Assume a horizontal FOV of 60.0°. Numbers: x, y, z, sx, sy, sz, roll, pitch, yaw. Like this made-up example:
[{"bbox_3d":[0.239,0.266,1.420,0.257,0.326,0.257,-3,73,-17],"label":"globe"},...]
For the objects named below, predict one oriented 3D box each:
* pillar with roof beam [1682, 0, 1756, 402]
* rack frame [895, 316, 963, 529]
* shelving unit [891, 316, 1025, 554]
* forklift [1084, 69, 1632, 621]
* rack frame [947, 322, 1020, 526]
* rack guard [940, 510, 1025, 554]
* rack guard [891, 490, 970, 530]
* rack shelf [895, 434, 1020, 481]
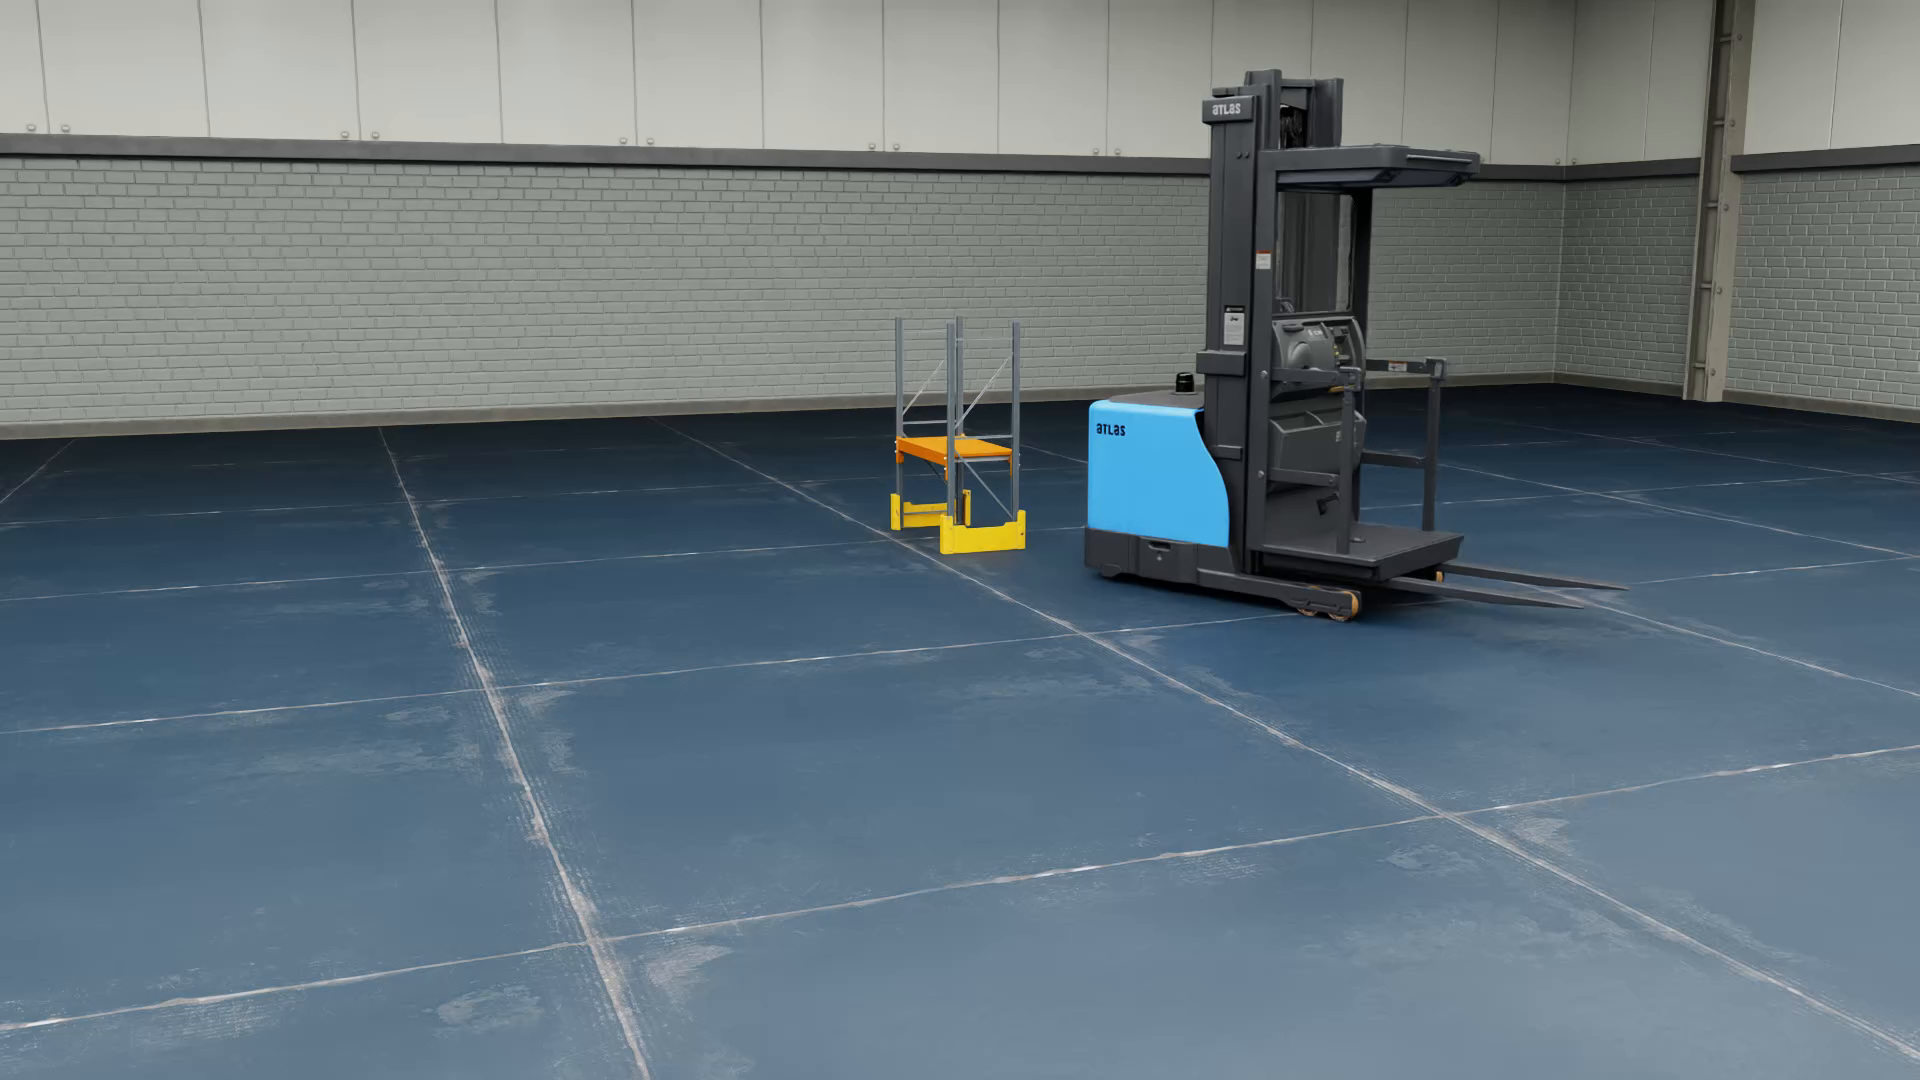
[{"bbox_3d":[5.649,-5.973,19.302,9.100,9.000,0.400,-4,11,-21],"label":"pillar with roof beam"},{"bbox_3d":[-0.215,-0.835,11.834,0.500,1.500,0.032,-4,11,-21],"label":"rack frame"},{"bbox_3d":[-0.028,-0.751,11.359,0.587,1.500,1.083,-4,11,-21],"label":"shelving unit"},{"bbox_3d":[2.191,-1.109,9.285,3.031,2.935,1.130,9,13,41],"label":"forklift"},{"bbox_3d":[0.153,-0.669,10.901,0.500,1.500,0.032,-4,11,-21],"label":"rack frame"},{"bbox_3d":[0.153,-0.054,11.011,0.587,0.250,0.087,-4,11,-21],"label":"rack guard"},{"bbox_3d":[-0.208,-0.217,11.925,0.587,0.250,0.087,-4,11,-21],"label":"rack guard"},{"bbox_3d":[-0.031,-0.575,11.399,0.538,0.185,1.000,-4,11,-21],"label":"rack shelf"}]
